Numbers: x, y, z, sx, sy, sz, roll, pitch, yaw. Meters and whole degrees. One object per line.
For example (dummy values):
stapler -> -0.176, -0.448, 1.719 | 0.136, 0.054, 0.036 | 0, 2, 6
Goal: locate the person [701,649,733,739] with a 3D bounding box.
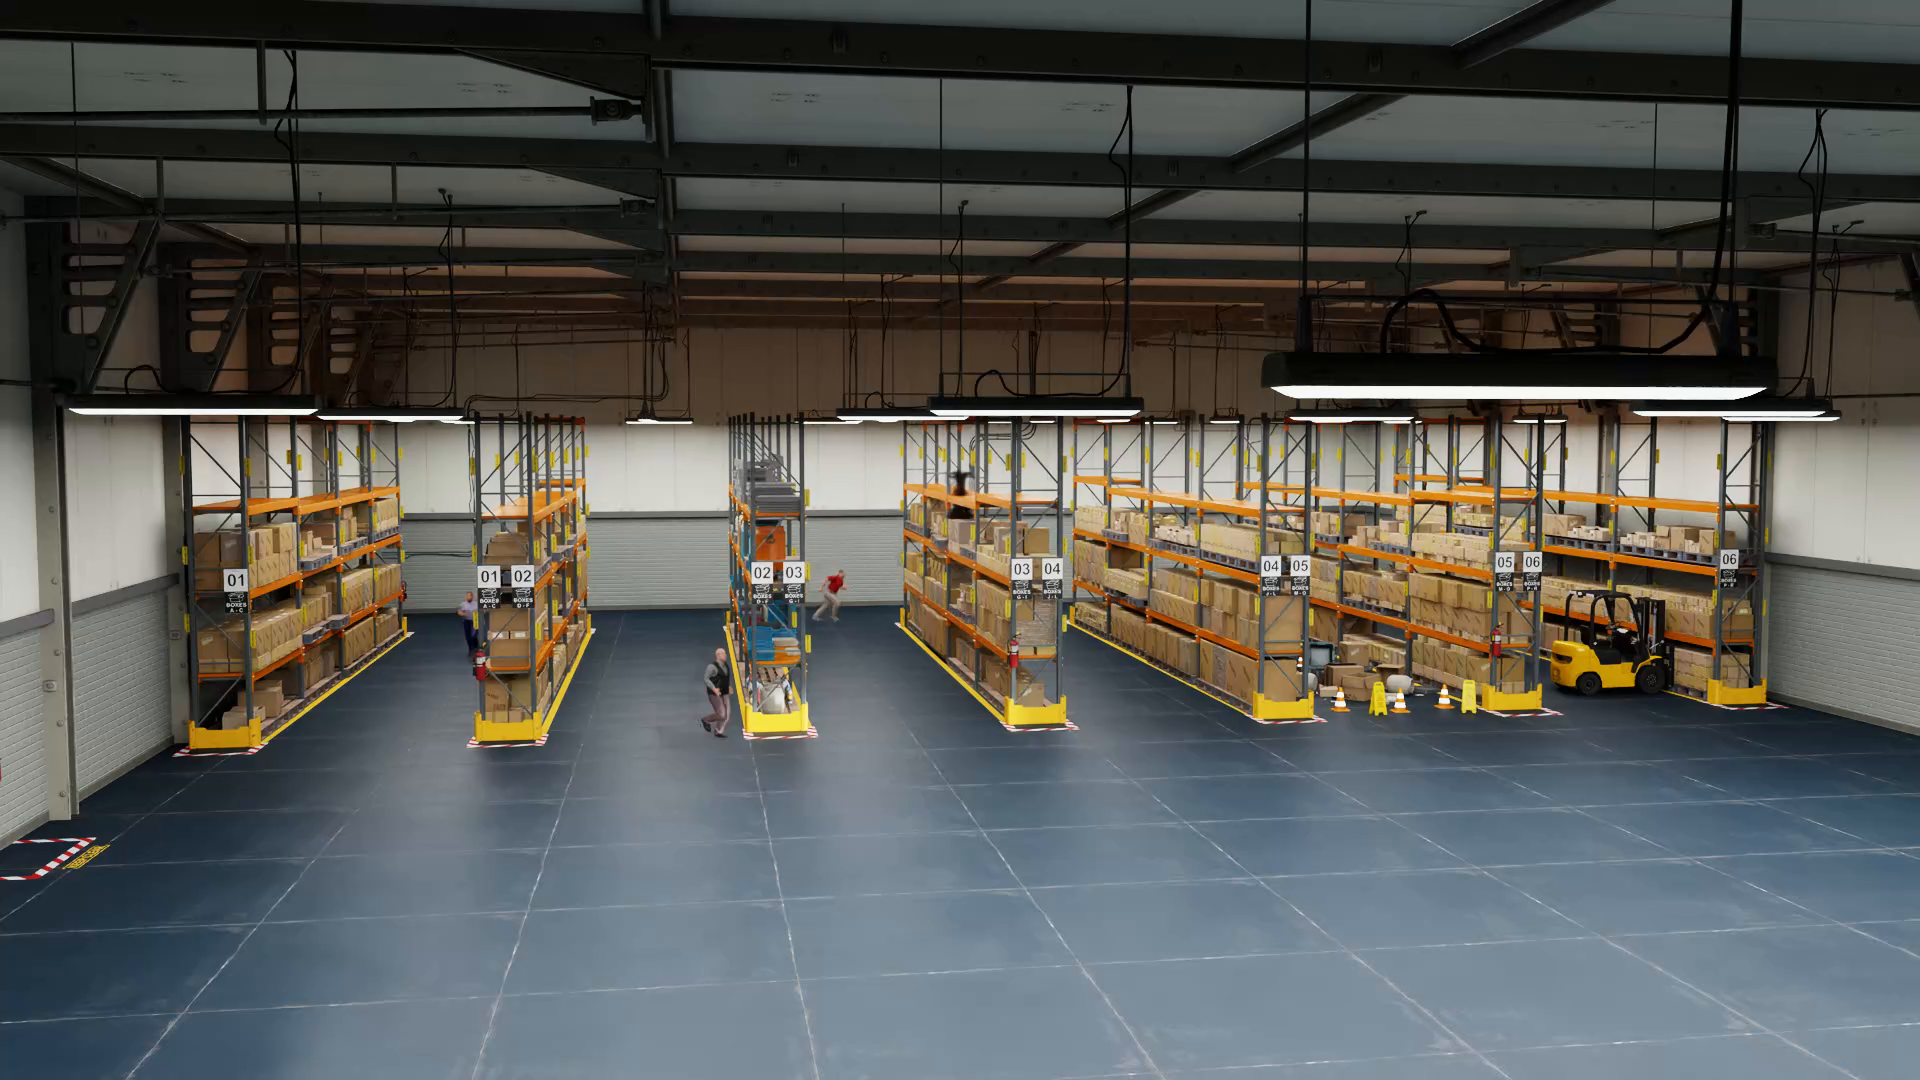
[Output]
person -> -4.487, 2.822, 30.596 | 0.596, 1.661, 0.647 | 2, 5, 32

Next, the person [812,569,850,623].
person -> -3.777, 1.629, 48.769 | 1.136, 1.554, 0.681 | 1, 4, 11

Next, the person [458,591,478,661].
person -> -12.083, 2.111, 41.055 | 0.552, 1.707, 0.823 | 0, 4, -3
